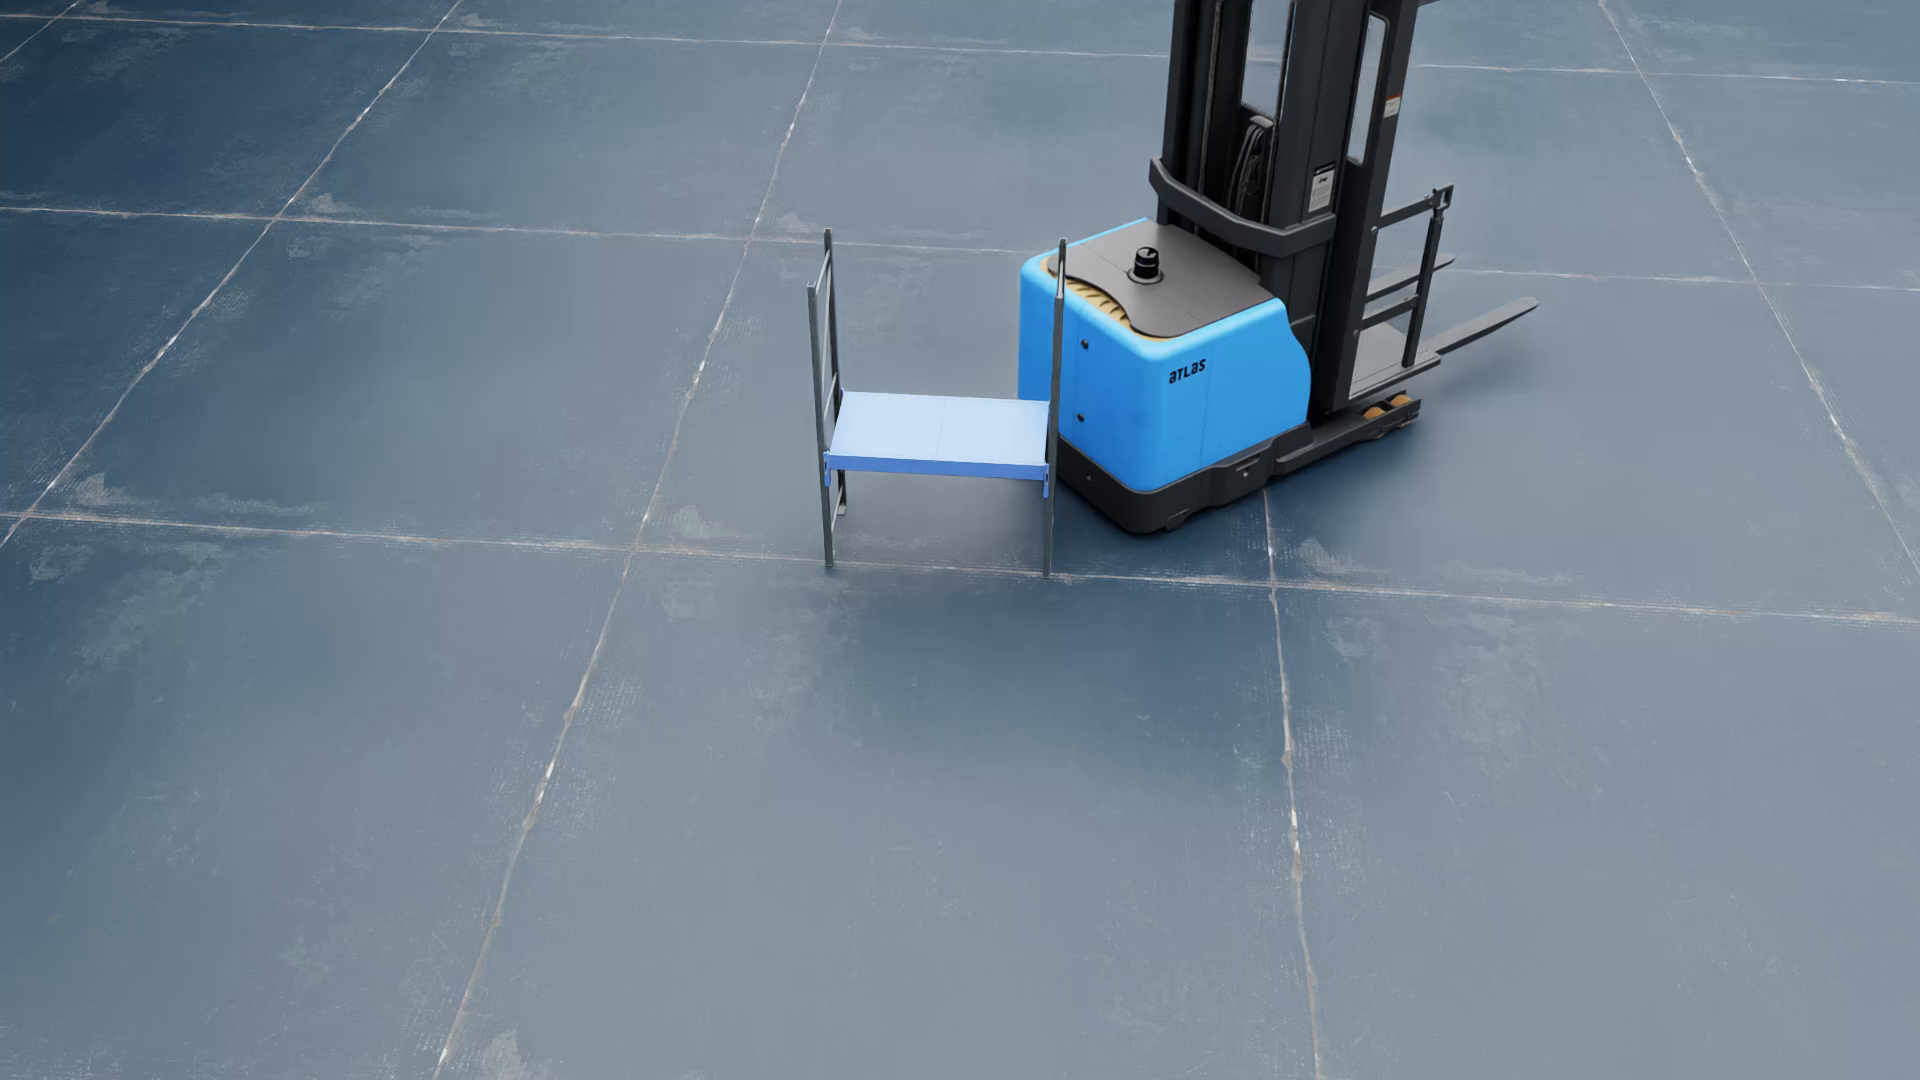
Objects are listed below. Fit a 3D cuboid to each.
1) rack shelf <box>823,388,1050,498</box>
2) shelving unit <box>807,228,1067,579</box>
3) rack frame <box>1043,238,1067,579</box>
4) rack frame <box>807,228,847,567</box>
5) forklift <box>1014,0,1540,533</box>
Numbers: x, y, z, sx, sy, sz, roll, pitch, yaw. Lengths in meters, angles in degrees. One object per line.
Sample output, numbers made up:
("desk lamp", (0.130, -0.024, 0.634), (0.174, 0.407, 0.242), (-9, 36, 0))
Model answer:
("rack shelf", (-0.085, -0.447, 7.566), (1.000, 0.185, 0.538), (3, 39, 4))
("shelving unit", (-0.085, -0.586, 7.453), (1.048, 1.500, 0.538), (3, 39, 4))
("rack frame", (0.421, -0.559, 7.419), (0.032, 1.500, 0.500), (3, 39, 4))
("rack frame", (-0.591, -0.614, 7.487), (0.032, 1.500, 0.500), (3, 39, 4))
("forklift", (1.771, -1.903, 7.937), (3.031, 2.935, 1.130), (-24, 45, -26))
